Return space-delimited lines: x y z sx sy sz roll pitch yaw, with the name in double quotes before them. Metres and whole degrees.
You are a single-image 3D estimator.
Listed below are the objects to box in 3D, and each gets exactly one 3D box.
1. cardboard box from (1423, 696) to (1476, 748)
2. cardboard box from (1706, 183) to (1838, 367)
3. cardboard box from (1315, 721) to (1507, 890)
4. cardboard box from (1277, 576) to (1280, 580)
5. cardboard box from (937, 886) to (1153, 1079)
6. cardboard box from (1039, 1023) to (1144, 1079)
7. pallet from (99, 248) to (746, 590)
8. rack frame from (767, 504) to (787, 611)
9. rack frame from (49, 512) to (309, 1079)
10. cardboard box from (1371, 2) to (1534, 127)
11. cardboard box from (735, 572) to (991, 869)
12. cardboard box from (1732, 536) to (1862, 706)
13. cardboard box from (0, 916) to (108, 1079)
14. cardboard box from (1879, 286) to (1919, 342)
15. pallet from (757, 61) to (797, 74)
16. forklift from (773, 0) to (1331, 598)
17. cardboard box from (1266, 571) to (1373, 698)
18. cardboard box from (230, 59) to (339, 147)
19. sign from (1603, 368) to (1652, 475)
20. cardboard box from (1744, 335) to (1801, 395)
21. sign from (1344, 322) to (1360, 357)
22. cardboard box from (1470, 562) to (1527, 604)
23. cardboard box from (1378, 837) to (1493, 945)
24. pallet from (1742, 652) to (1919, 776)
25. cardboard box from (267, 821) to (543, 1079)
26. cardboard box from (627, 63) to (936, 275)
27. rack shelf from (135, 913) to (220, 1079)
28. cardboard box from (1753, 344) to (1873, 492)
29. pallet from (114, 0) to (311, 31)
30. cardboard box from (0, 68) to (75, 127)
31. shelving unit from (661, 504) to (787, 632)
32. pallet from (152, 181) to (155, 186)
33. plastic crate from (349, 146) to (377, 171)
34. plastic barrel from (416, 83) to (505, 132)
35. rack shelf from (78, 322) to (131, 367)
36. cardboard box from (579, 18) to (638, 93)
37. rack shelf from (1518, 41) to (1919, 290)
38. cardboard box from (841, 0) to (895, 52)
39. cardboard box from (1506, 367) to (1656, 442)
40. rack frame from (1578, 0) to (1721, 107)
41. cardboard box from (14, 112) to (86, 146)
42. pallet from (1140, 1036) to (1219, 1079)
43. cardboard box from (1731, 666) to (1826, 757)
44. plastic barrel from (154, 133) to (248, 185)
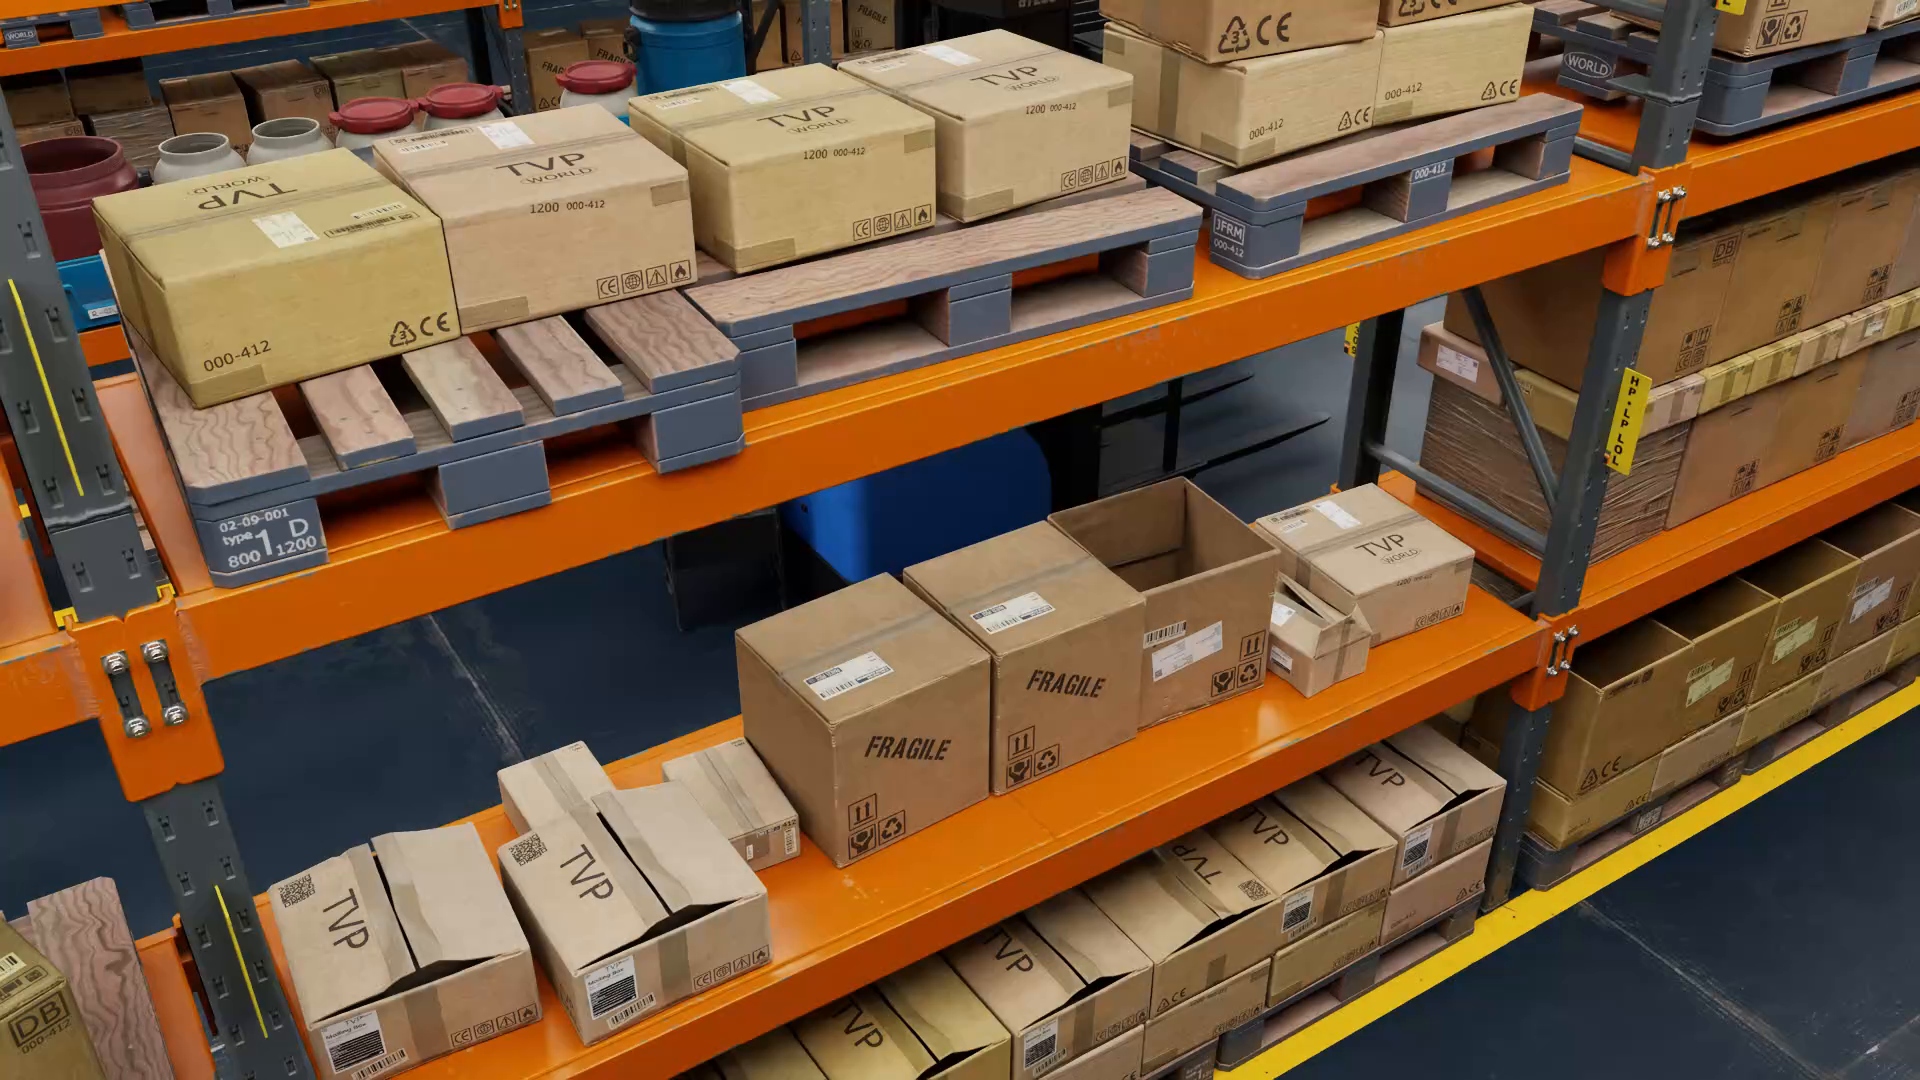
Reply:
"cardboard box" 1.968 0.615 6.648 0.500 0.250 0.500 -19 37 -27
"cardboard box" 2.490 -1.007 5.726 0.500 0.500 0.700 -19 37 -27
"cardboard box" 1.511 0.855 5.741 0.500 0.311 0.500 -19 37 -27
"cardboard box" 0.841 0.132 5.465 0.250 0.149 0.380 -19 37 -27
"cardboard box" 0.232 1.295 5.043 0.500 0.311 0.500 -19 37 -28
"cardboard box" 0.221 1.536 5.186 0.500 0.250 0.500 -18 37 -26
"pallet" -1.144 -0.408 3.450 1.003 0.211 1.213 -17 36 -25
"rack frame" -0.870 -0.643 7.284 0.015 2.100 0.400 -10 34 -14
"rack frame" -1.666 1.018 3.825 0.127 3.000 1.000 -19 37 -27
"cardboard box" 1.173 -1.348 4.511 0.500 0.250 0.500 -15 35 -22
"cardboard box" -0.264 0.483 4.579 0.500 0.500 0.500 -21 38 -30
"cardboard box" 3.096 0.247 6.528 0.500 0.500 0.500 -19 37 -27
"cardboard box" -2.134 1.030 3.318 0.700 0.500 0.500 22 39 31
"cardboard box" 3.327 -0.896 6.157 0.250 0.149 0.380 -19 37 -28
"pallet" -2.096 -3.968 14.342 1.213 0.211 1.003 -19 37 -27
"forklift" 0.529 -1.422 7.757 3.031 2.935 1.130 -19 37 -27
"cardboard box" 1.057 0.255 5.161 0.258 0.266 0.396 -20 37 -28
"cardboard box" -5.077 -3.252 12.524 0.500 0.500 0.700 -22 39 -31
"sign" 1.999 -0.354 4.989 0.005 0.325 0.100 -19 37 -27
"cardboard box" 2.674 -0.671 5.800 0.250 0.149 0.380 -19 37 -28
"sign" 1.394 -0.787 5.800 0.005 0.325 0.100 -19 37 -27
"cardboard box" 2.394 0.158 6.669 0.500 0.500 0.500 -19 37 -27
"cardboard box" 1.505 1.096 5.884 0.500 0.250 0.500 -19 37 -28
"pallet" 3.414 0.475 7.300 1.213 0.211 1.003 -19 37 -27
"cardboard box" -1.336 0.970 3.985 0.500 0.311 0.500 -17 36 -24
"cardboard box" -0.397 -0.842 3.708 0.500 0.250 0.500 -20 37 -28
"rack shelf" -3.347 1.900 3.101 4.000 0.370 1.077 -19 37 -27
"cardboard box" 2.930 -0.611 6.313 0.500 0.500 0.700 -18 37 -27
"pallet" -5.388 -3.935 11.857 1.213 0.211 1.003 -19 37 -27
"cardboard box" -6.483 -3.079 11.547 0.500 0.250 0.500 -17 36 -25
"shelving unit" -1.104 -0.603 7.227 0.503 2.100 0.431 -10 34 -14
"pallet" -6.372 -2.472 11.970 1.213 0.211 1.003 -19 37 -27
"plastic crate" -2.822 -1.562 7.854 0.583 0.464 0.402 -19 37 -27
"plastic barrel" -2.524 -2.028 8.526 0.433 0.535 0.433 0 32 0
"rack shelf" -2.665 -1.479 8.457 4.000 0.370 1.077 -19 37 -27
"cardboard box" -2.833 -3.969 13.680 0.500 0.500 0.500 -8 33 -12
"rack shelf" 3.377 -1.681 5.967 4.000 0.370 1.077 -19 37 -27
"cardboard box" -0.840 -4.686 14.816 0.500 0.500 0.500 -12 34 -19
"cardboard box" 2.027 -0.446 5.444 0.250 0.149 0.380 -19 37 -27
"rack frame" 1.696 -2.676 4.058 0.127 3.000 1.000 -19 37 -27
"cardboard box" -6.477 -2.757 11.740 0.500 0.500 0.700 -21 38 -30
"pallet" 0.072 1.626 5.475 1.213 0.211 1.003 -19 37 -27
"cardboard box" 3.097 0.564 6.728 0.500 0.250 0.500 -19 37 -27
"plastic barrel" -3.597 -1.645 7.942 0.421 0.512 0.421 0 32 0
